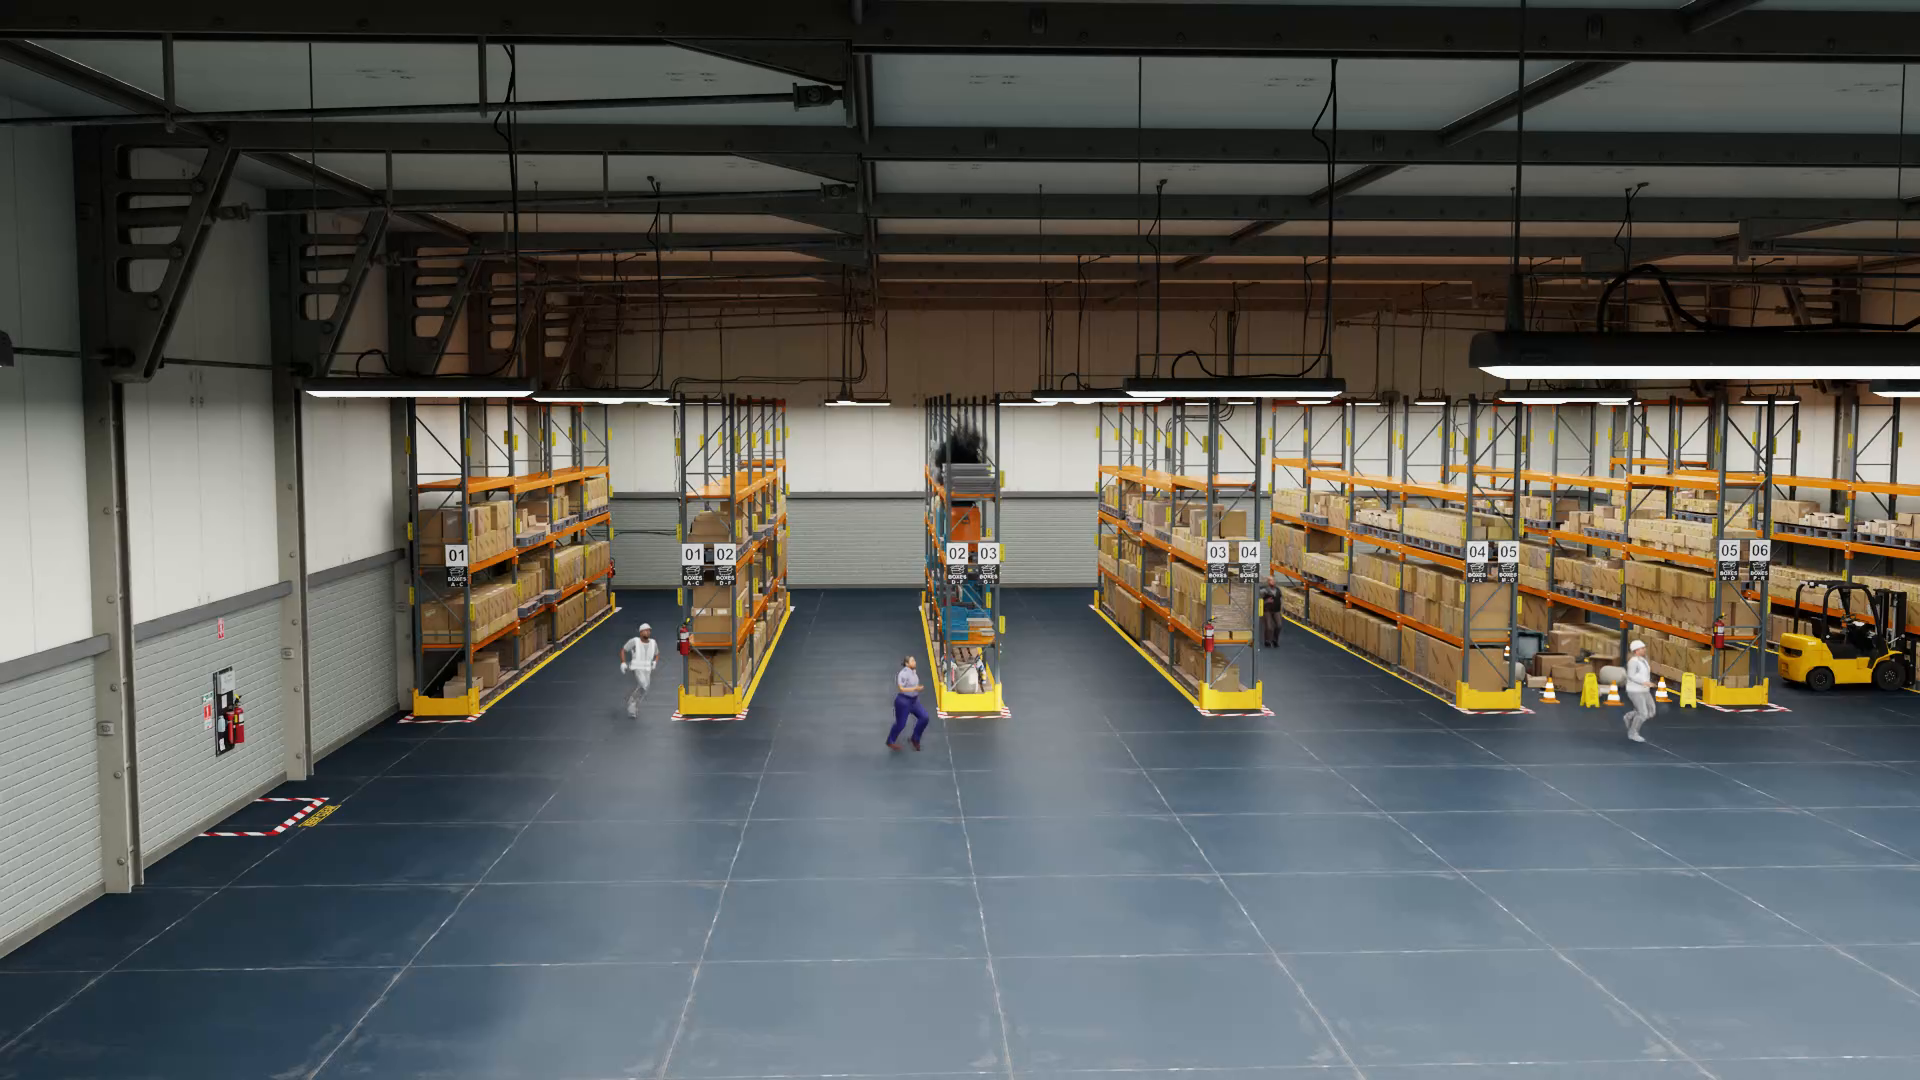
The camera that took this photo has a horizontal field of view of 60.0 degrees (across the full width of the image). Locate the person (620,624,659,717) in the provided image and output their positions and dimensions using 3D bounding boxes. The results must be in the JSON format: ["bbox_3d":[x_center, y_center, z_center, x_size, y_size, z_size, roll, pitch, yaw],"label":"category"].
[{"bbox_3d":[-5.879,2.423,30.857,0.721,1.704,0.617,-4,6,-40],"label":"person"}]

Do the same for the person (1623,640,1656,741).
[{"bbox_3d":[11.724,2.594,28.686,0.590,1.737,0.698,4,6,42],"label":"person"}]

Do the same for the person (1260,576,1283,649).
[{"bbox_3d":[7.452,1.745,39.632,0.639,1.749,0.680,-1,5,-7],"label":"person"}]

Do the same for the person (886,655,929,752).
[{"bbox_3d":[-0.909,2.734,27.685,0.753,1.667,0.586,2,5,29],"label":"person"}]
